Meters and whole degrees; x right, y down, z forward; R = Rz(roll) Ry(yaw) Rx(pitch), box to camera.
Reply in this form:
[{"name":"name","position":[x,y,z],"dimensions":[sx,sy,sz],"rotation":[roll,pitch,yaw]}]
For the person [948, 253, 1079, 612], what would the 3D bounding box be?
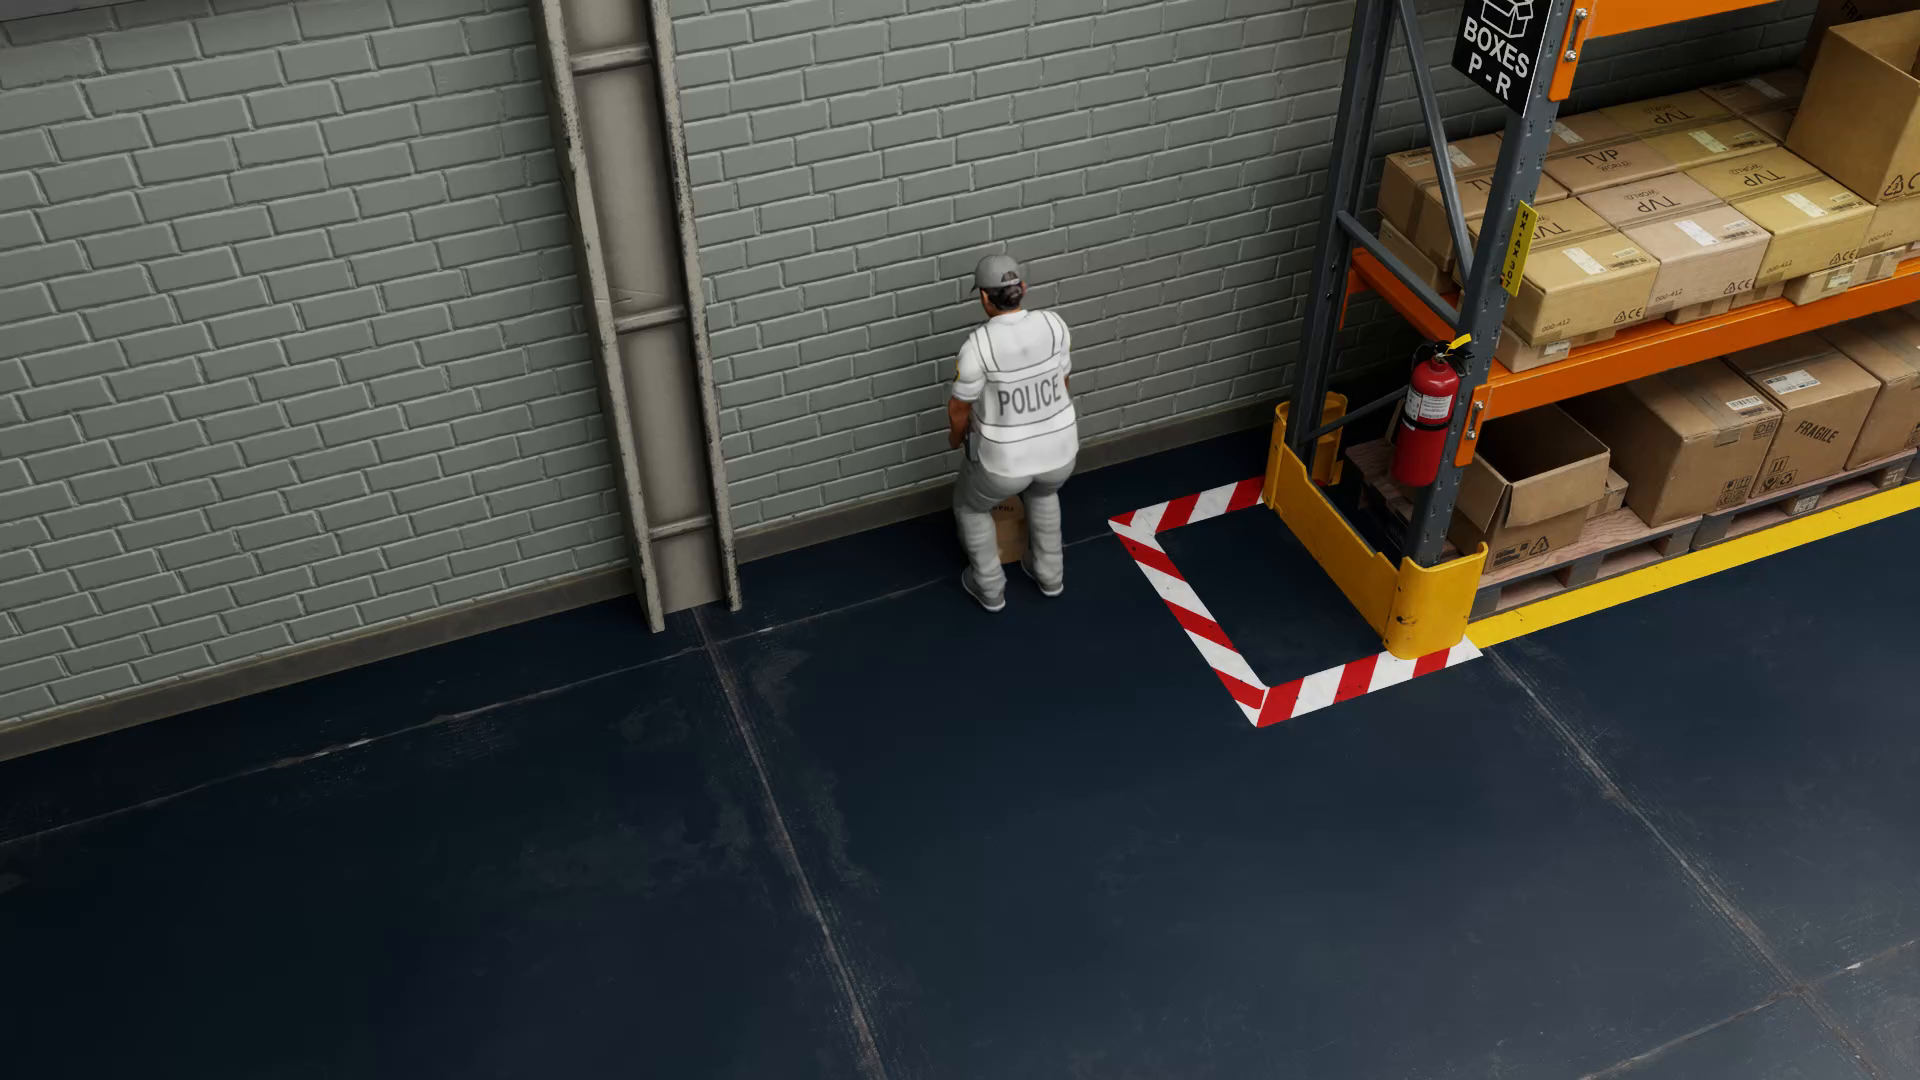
[{"name":"person","position":[0.195,-0.390,6.660],"dimensions":[0.507,1.587,0.532],"rotation":[-14,44,-15]}]
